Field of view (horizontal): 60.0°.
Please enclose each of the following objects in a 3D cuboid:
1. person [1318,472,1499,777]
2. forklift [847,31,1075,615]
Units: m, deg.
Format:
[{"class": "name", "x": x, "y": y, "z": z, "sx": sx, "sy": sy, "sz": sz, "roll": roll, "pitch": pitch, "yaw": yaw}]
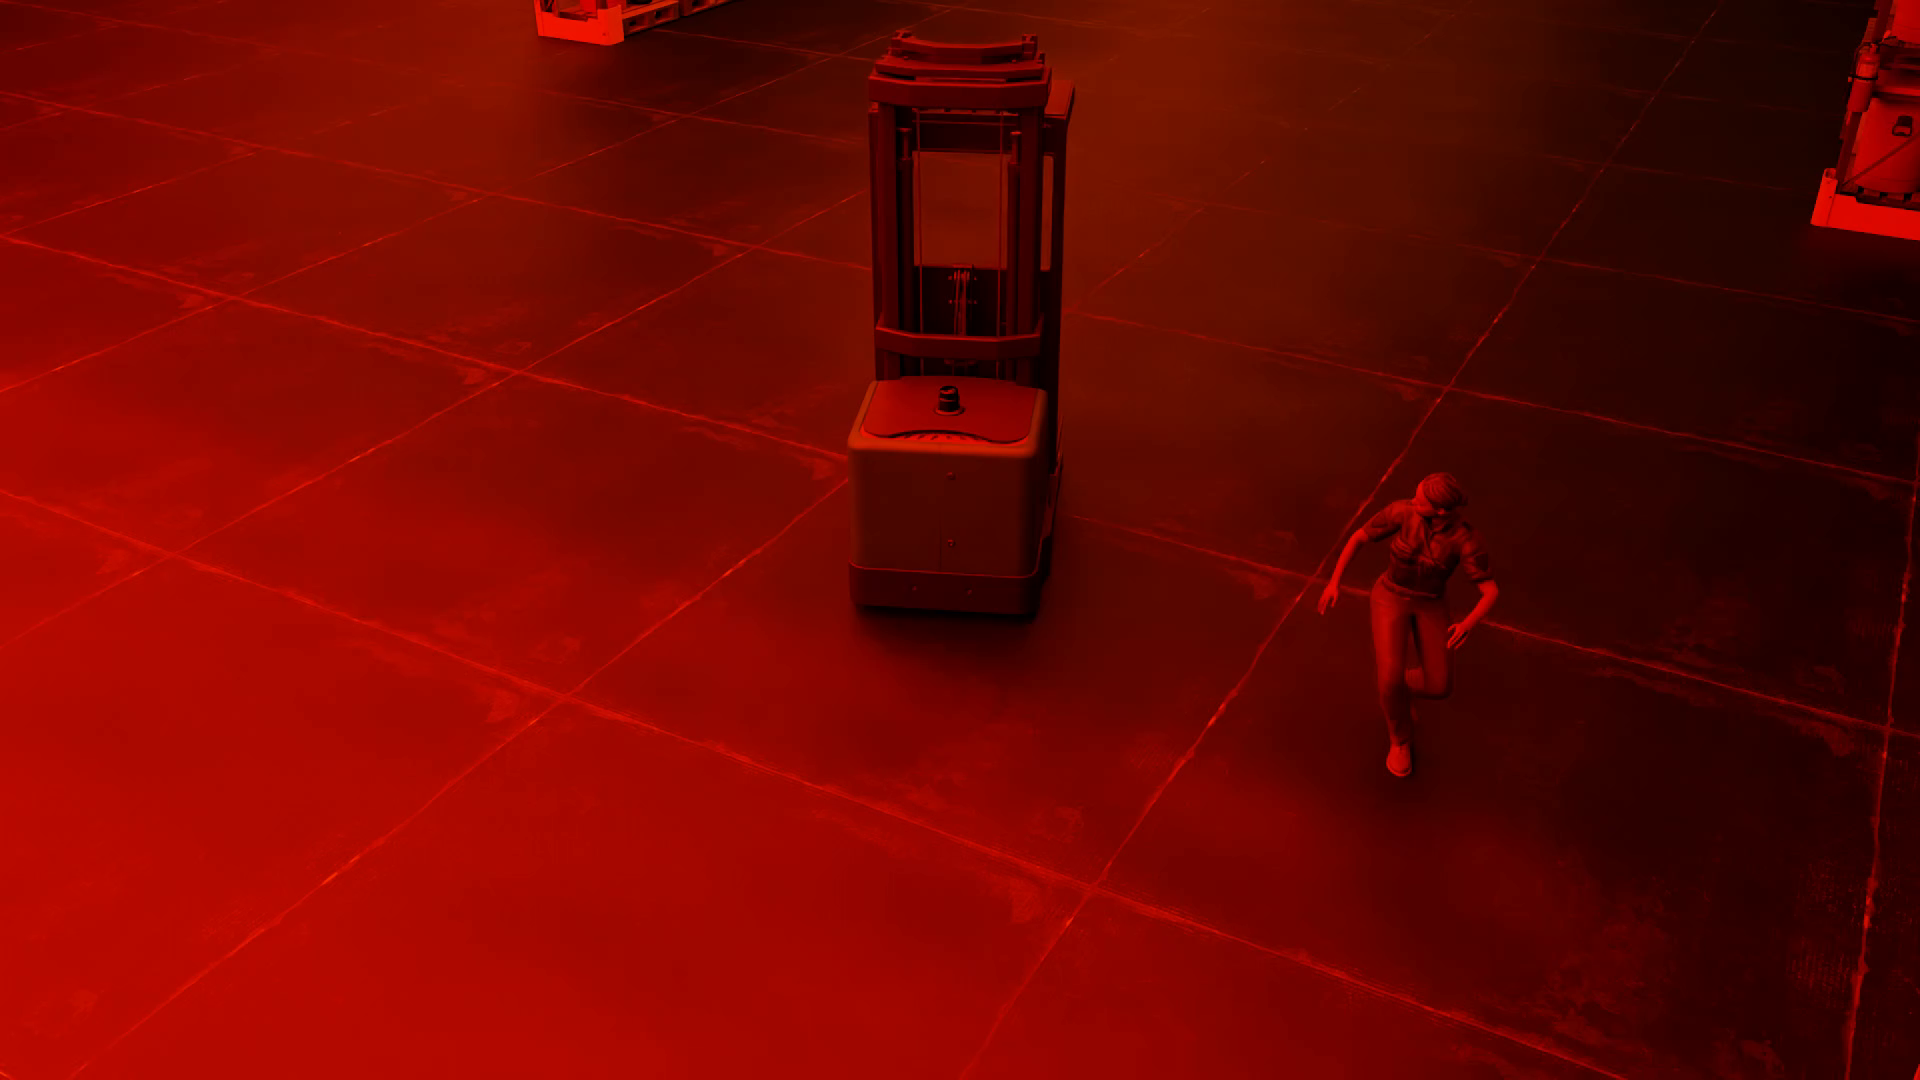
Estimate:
[{"class": "person", "x": 2.090, "y": 0.368, "z": 7.840, "sx": 0.792, "sy": 1.534, "sz": 0.803, "roll": 6, "pitch": 31, "yaw": 10}, {"class": "forklift", "x": 0.072, "y": -1.572, "z": 9.794, "sx": 1.130, "sy": 2.935, "sz": 3.031, "roll": 3, "pitch": 30, "yaw": 6}]
